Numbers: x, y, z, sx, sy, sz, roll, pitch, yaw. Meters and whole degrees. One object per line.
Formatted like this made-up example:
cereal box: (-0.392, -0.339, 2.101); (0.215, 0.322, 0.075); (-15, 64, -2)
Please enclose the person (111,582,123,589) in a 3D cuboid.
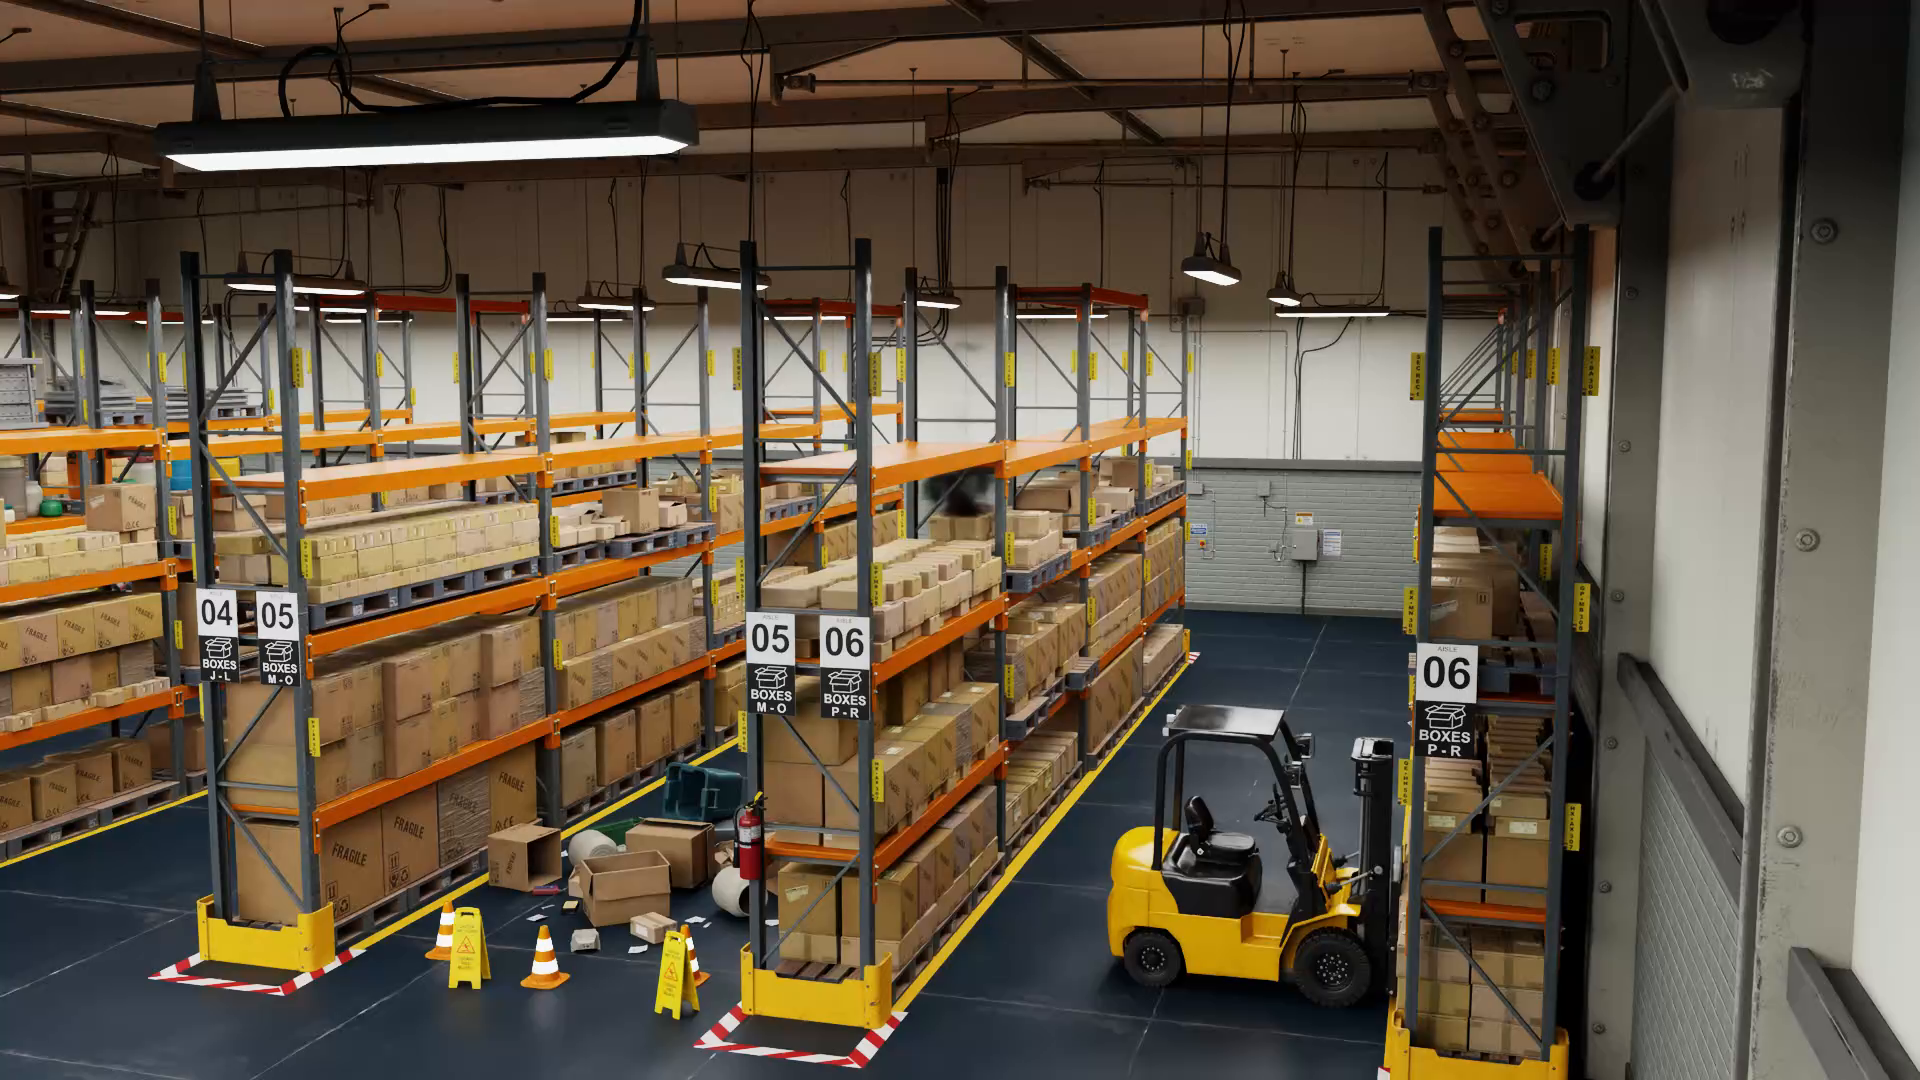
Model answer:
person: (-14.176, 1.177, 27.674); (0.700, 1.729, 0.797); (2, 7, 21)
